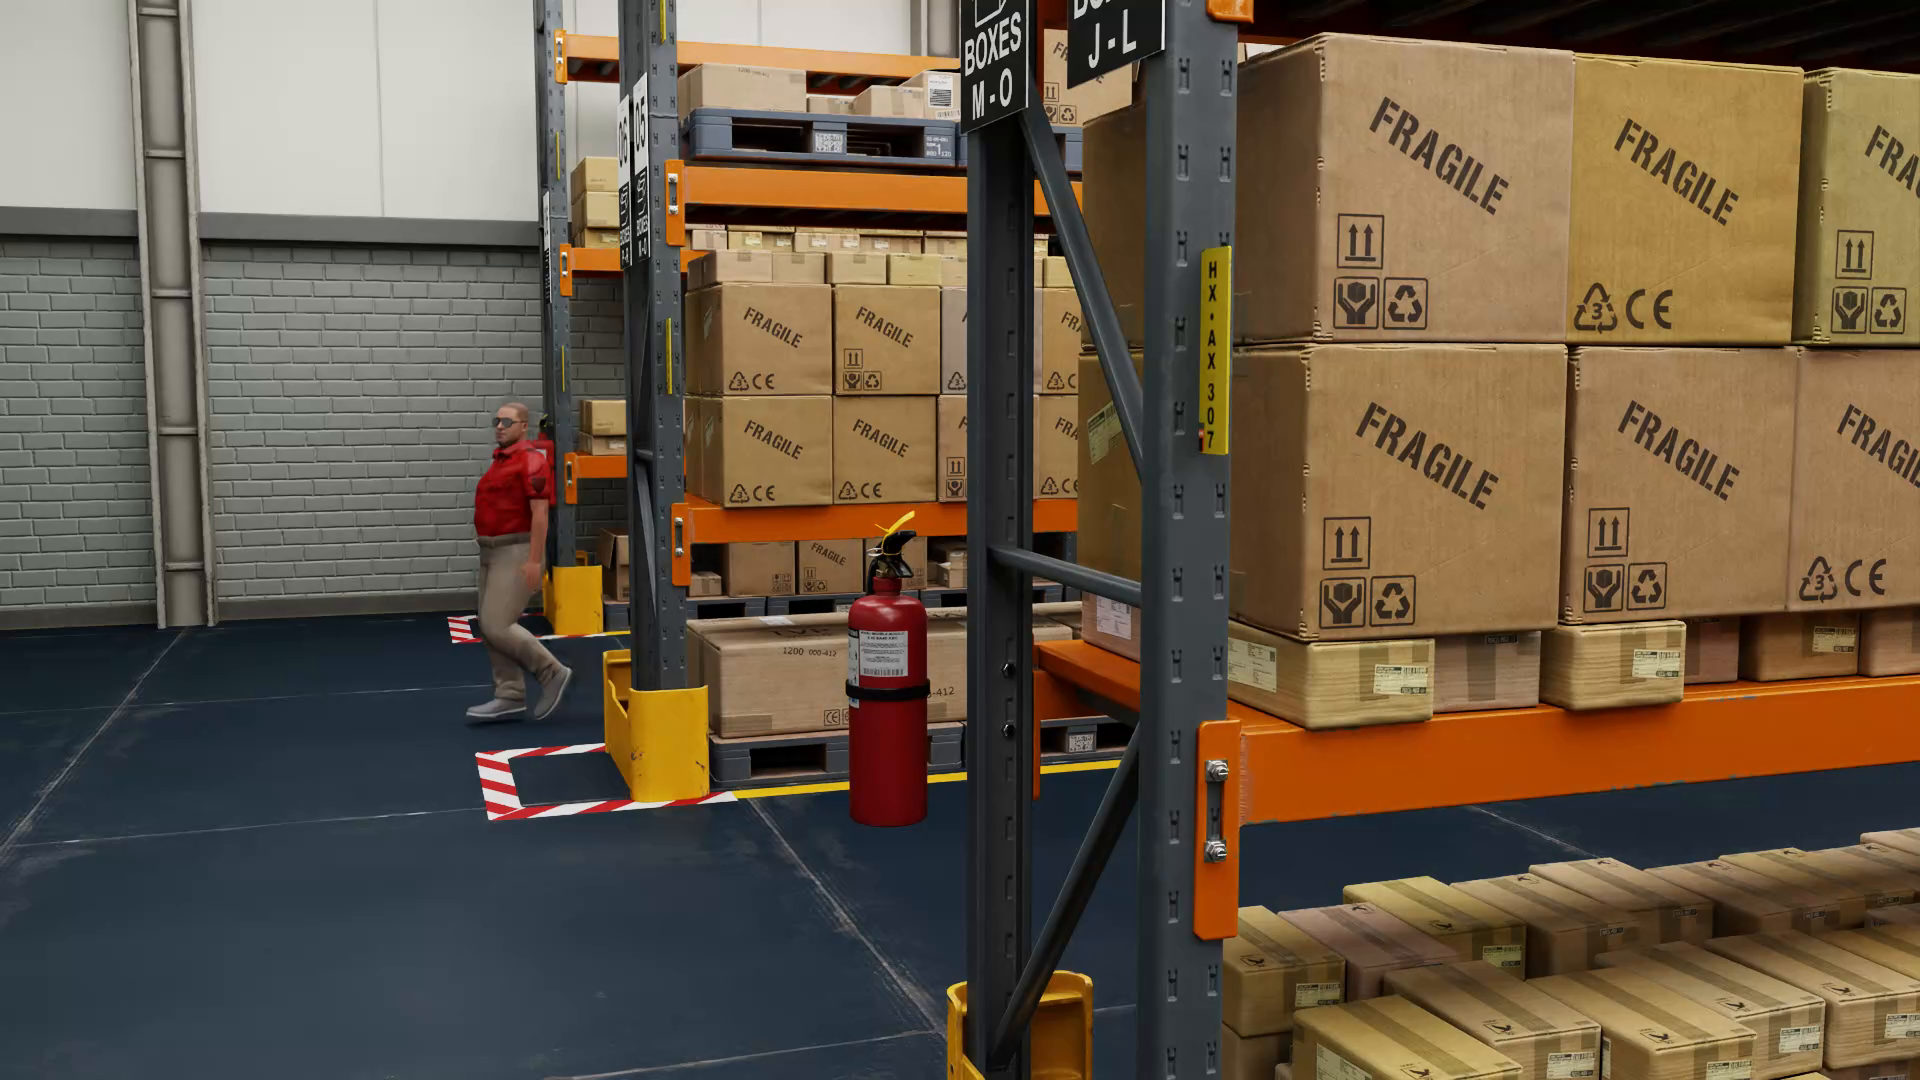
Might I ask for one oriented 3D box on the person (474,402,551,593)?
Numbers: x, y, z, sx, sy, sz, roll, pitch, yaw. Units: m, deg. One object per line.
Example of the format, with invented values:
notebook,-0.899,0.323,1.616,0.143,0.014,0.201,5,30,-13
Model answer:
person,-2.440,-0.224,8.989,0.341,1.039,0.547,-4,7,-35
